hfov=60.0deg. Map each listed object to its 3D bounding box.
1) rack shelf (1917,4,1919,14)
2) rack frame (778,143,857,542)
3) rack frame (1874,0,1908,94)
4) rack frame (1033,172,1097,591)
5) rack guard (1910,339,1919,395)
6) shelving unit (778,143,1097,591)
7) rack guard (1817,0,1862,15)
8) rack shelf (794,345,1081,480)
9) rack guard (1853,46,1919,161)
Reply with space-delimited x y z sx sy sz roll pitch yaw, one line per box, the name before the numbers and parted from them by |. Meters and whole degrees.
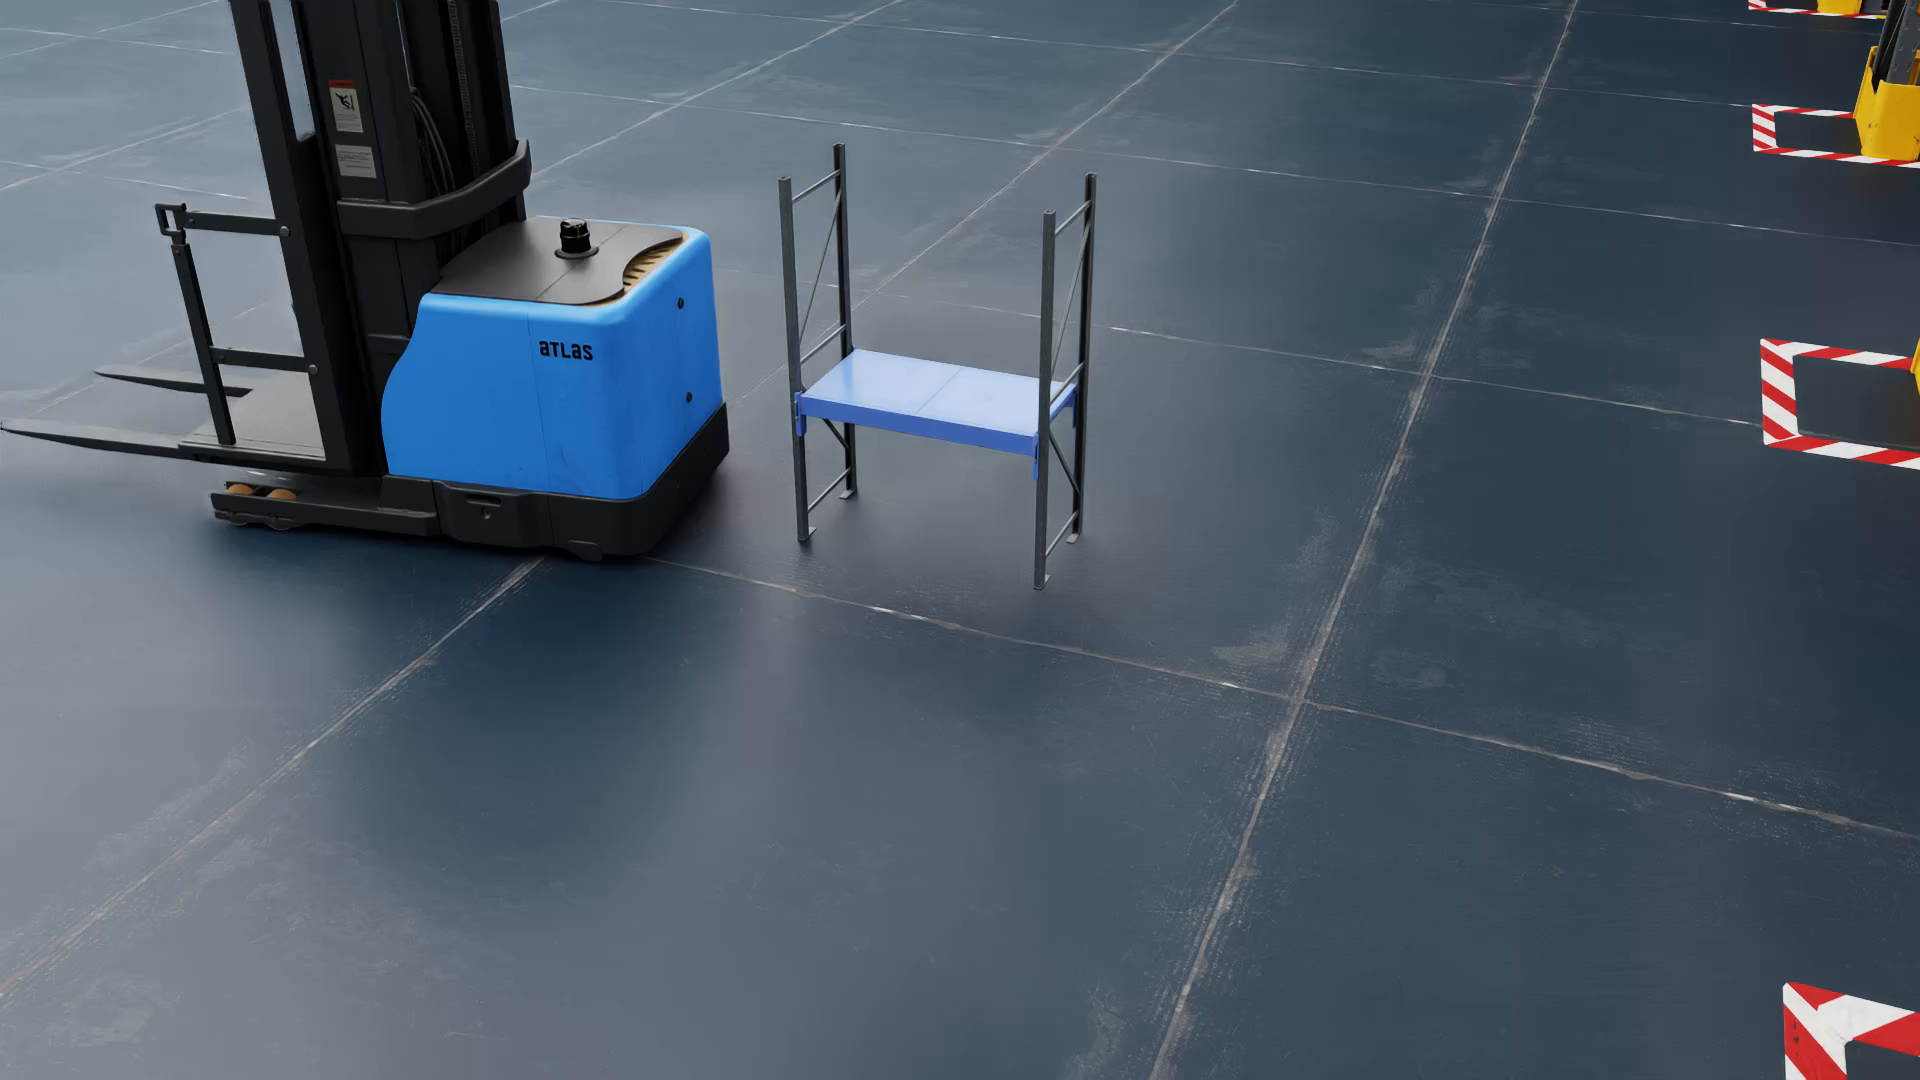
rack shelf | 8.328 -3.477 10.584 4.000 0.370 1.077 11 31 19
rack frame | -0.550 -0.763 6.575 0.032 1.500 0.500 11 31 19
rack frame | 6.474 -4.159 11.059 0.053 2.616 0.949 11 31 19
rack frame | 0.392 -0.575 6.242 0.032 1.500 0.500 11 31 19
rack guard | 4.683 -0.799 7.656 0.348 0.500 1.175 11 31 19
shelving unit | -0.079 -0.669 6.409 1.048 1.500 0.538 11 31 19
rack guard | 8.319 -5.334 15.679 0.348 0.500 1.175 11 31 19
rack shelf | -0.079 -0.512 6.497 1.000 0.185 0.538 11 31 19
rack guard | 6.563 -3.079 11.690 0.348 0.500 1.175 11 31 19
